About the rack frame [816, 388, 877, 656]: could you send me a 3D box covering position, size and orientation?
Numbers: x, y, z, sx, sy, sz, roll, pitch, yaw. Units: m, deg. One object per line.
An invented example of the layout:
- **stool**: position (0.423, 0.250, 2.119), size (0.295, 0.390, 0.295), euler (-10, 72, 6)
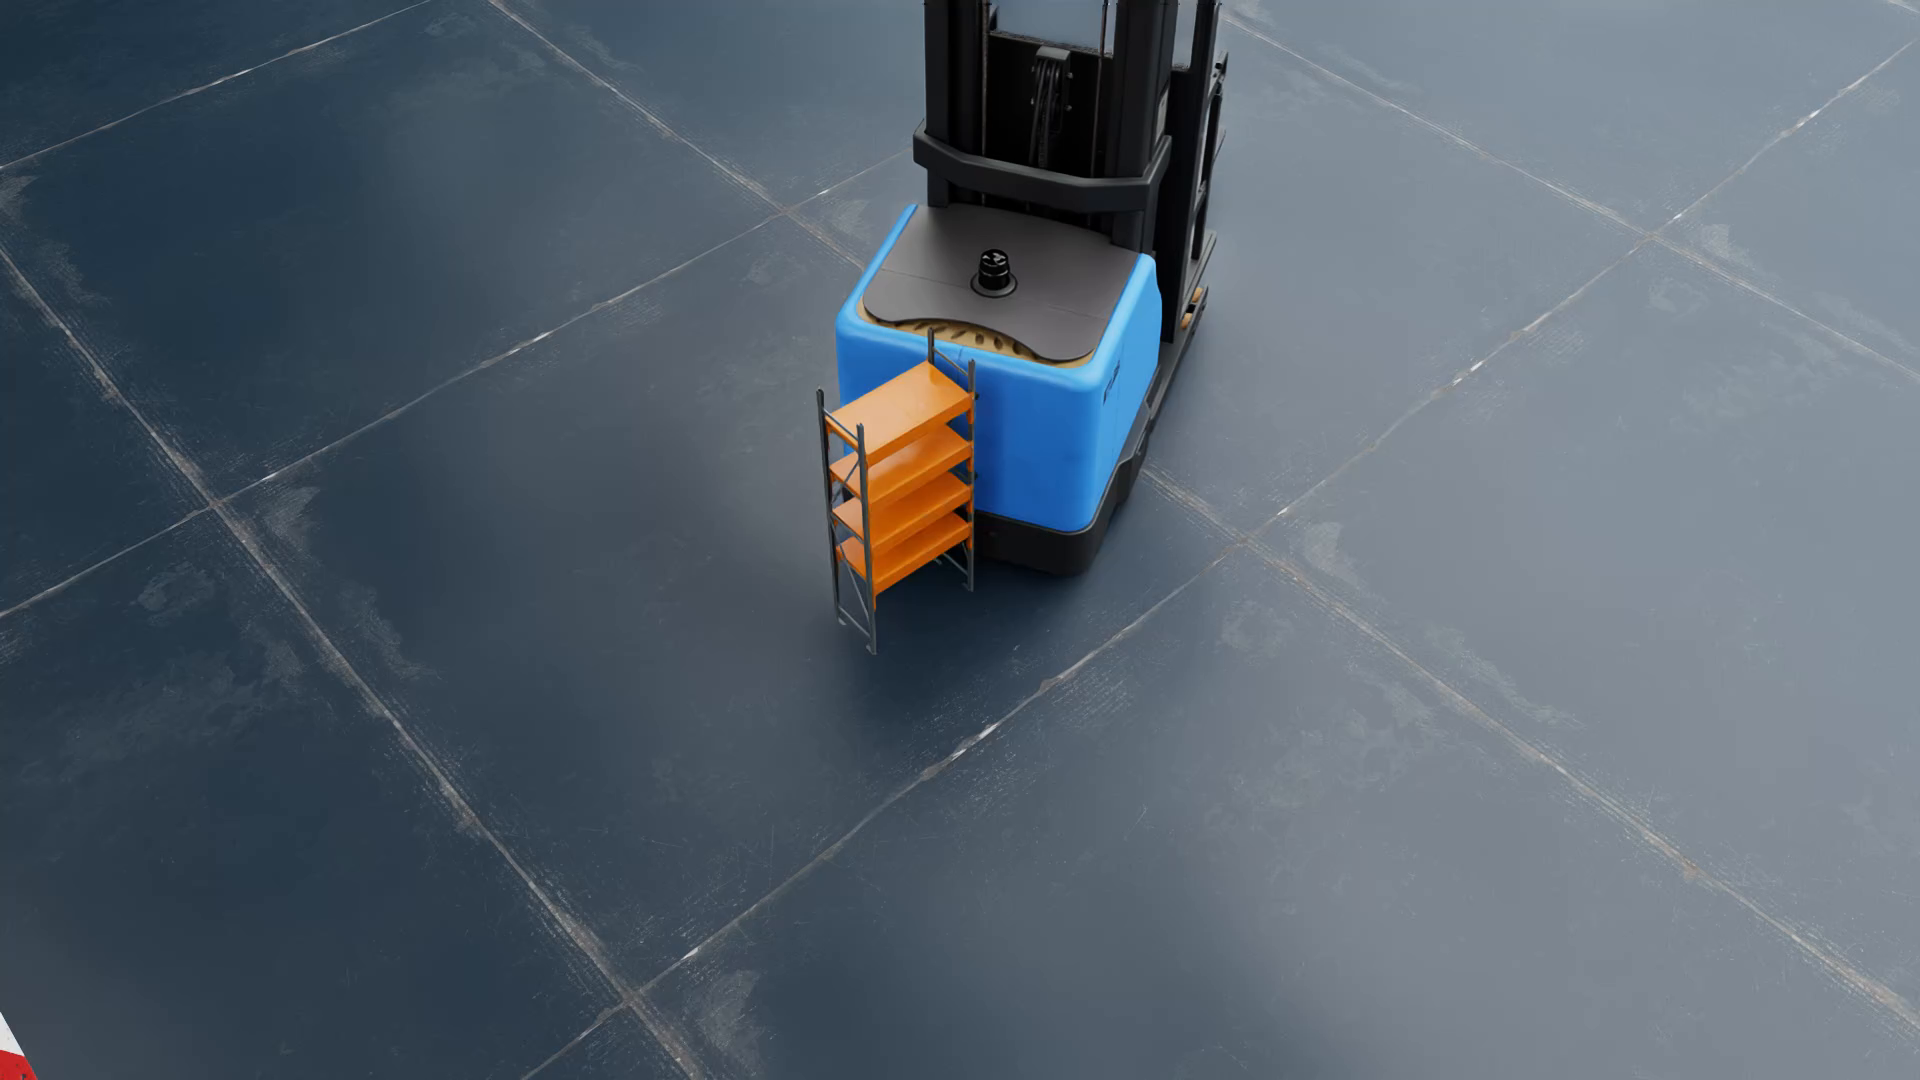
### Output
- **rack frame**: position (-0.400, -0.035, 5.966), size (0.015, 1.200, 0.240), euler (-32, 55, -26)

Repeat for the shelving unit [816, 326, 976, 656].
- **shelving unit**: position (-0.215, -0.152, 6.074), size (0.503, 1.200, 0.258), euler (-32, 55, -26)

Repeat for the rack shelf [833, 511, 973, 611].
- **rack shelf**: position (-0.215, 0.029, 6.269), size (0.480, 0.148, 0.258), euler (-32, 55, -26)

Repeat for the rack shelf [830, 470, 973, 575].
- **rack shelf**: position (-0.215, -0.106, 6.123), size (0.480, 0.148, 0.258), euler (-32, 55, -26)

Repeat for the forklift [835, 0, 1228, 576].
- **forklift**: position (0.502, -1.959, 6.563), size (1.130, 2.935, 3.031), euler (15, 49, 13)

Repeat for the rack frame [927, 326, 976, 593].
- **rack frame**: position (-0.030, -0.269, 6.181), size (0.015, 1.200, 0.240), euler (-32, 55, -26)

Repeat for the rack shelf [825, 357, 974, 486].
- **rack shelf**: position (-0.215, -0.418, 5.785), size (0.480, 0.148, 0.258), euler (-32, 55, -26)

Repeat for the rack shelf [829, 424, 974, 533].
- **rack shelf**: position (-0.215, -0.258, 5.959), size (0.480, 0.148, 0.258), euler (-32, 55, -26)
